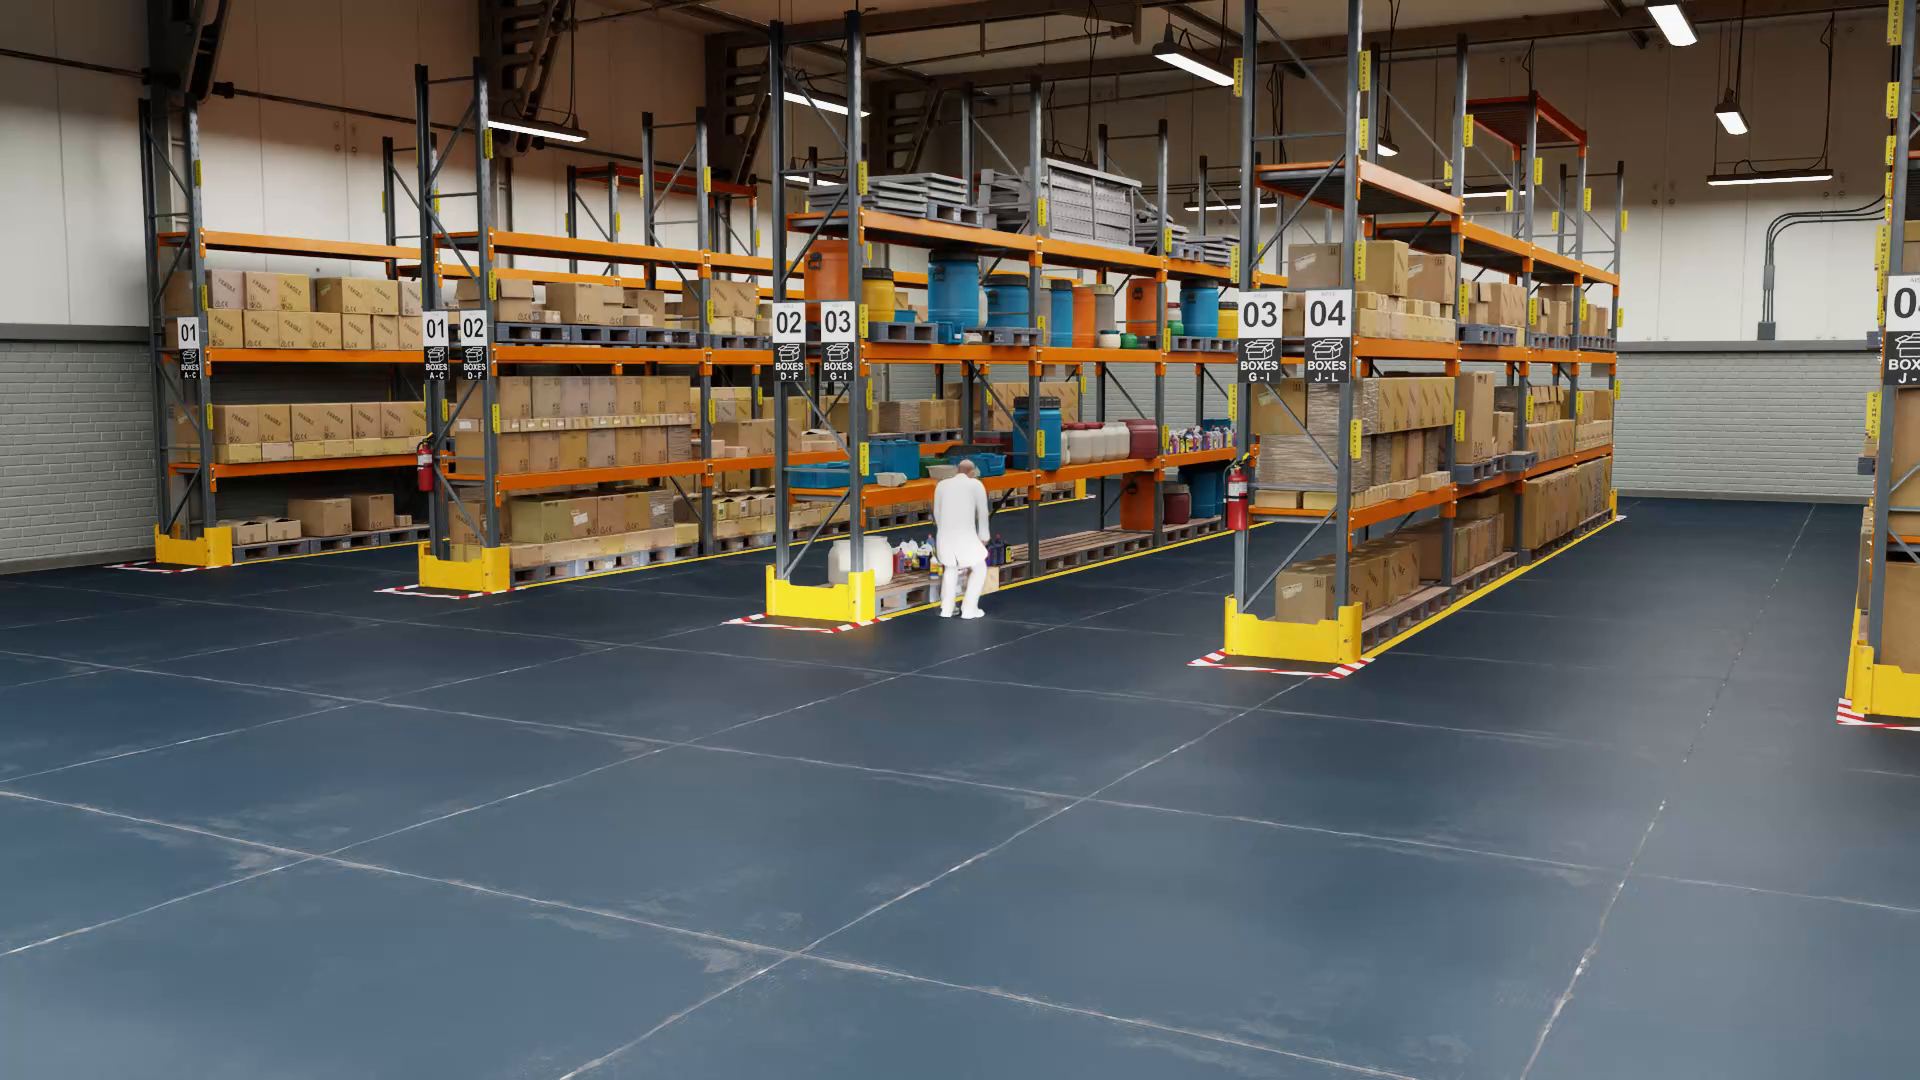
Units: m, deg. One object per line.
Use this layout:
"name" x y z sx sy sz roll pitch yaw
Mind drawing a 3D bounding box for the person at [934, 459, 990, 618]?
"person" -0.007 -0.007 17.059 0.619 1.601 0.564 3 6 27
